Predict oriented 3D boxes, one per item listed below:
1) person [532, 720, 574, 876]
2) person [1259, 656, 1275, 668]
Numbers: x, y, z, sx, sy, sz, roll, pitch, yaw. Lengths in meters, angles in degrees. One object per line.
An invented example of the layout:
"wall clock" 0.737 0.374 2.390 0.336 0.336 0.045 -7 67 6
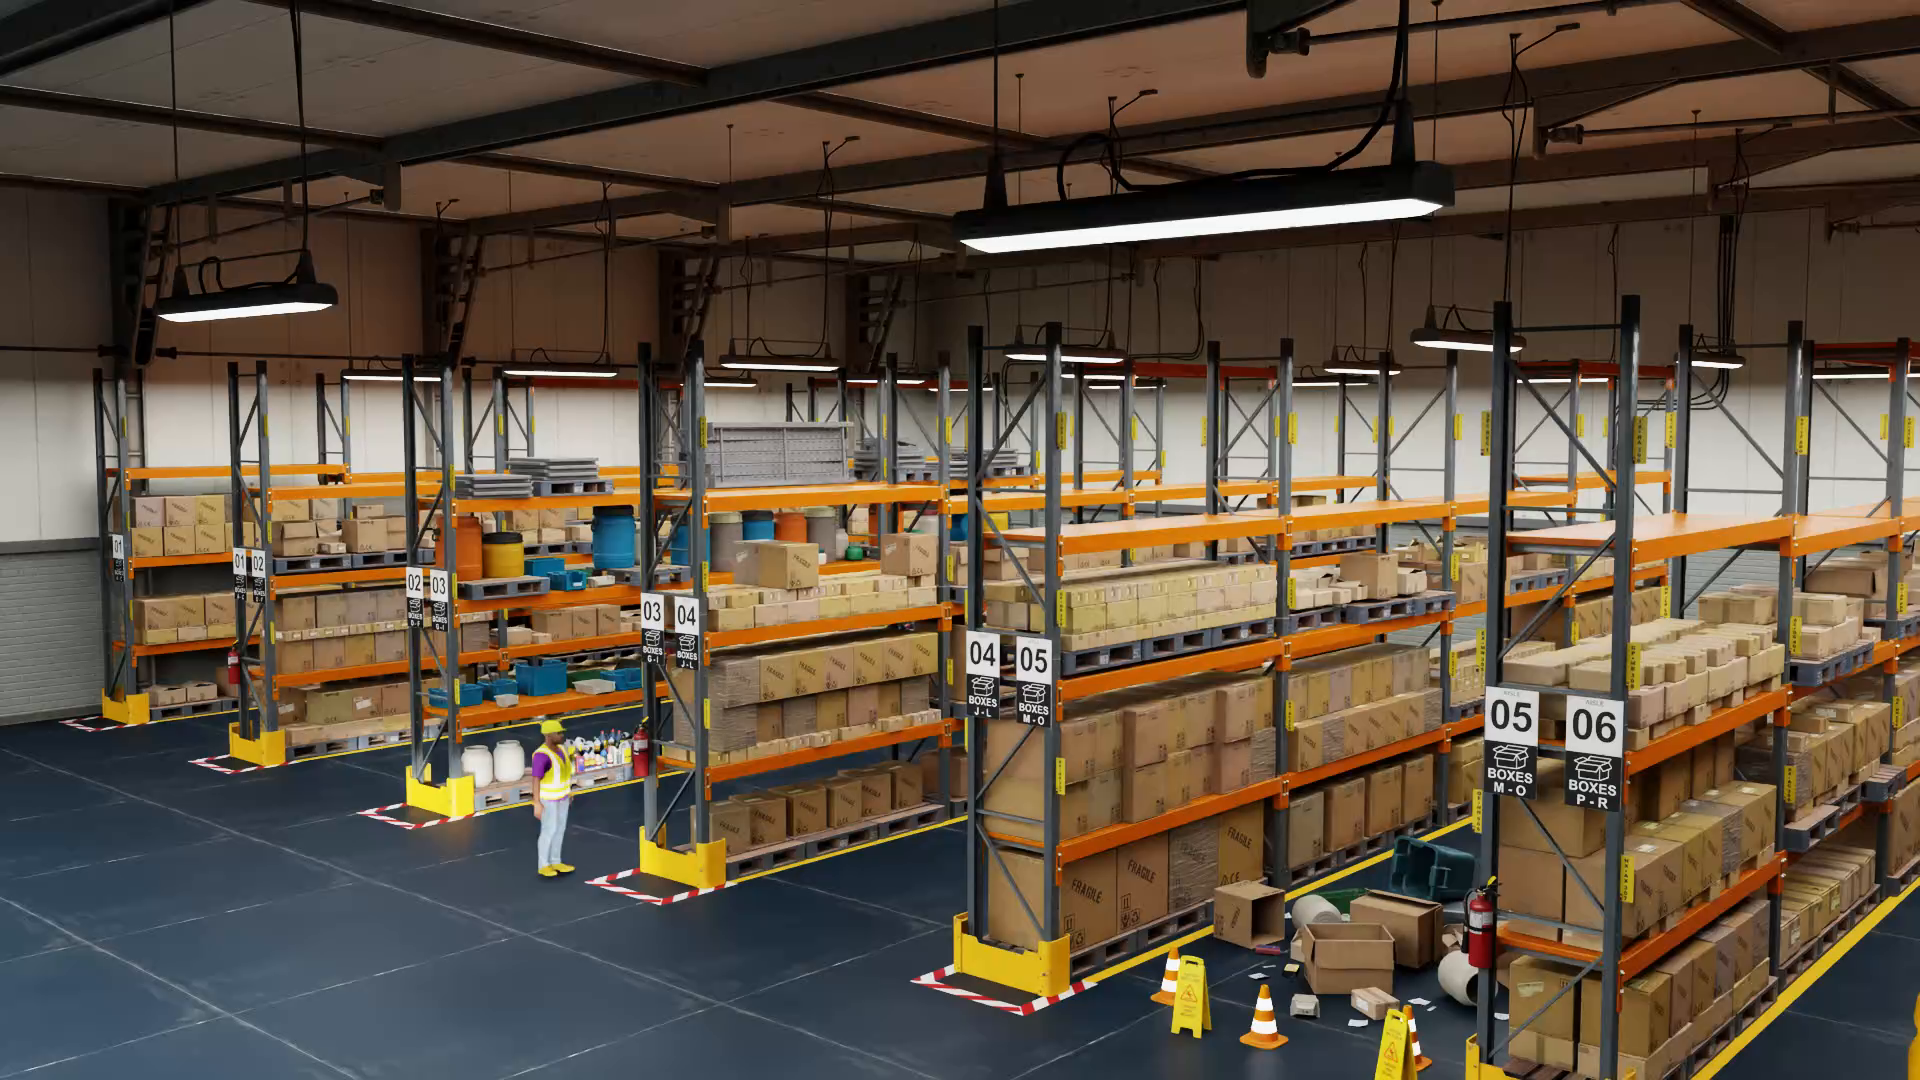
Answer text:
"person" -4.594 2.900 18.763 0.383 1.764 0.687 1 4 16
"person" 4.611 2.443 25.063 0.430 1.796 0.687 1 4 16
